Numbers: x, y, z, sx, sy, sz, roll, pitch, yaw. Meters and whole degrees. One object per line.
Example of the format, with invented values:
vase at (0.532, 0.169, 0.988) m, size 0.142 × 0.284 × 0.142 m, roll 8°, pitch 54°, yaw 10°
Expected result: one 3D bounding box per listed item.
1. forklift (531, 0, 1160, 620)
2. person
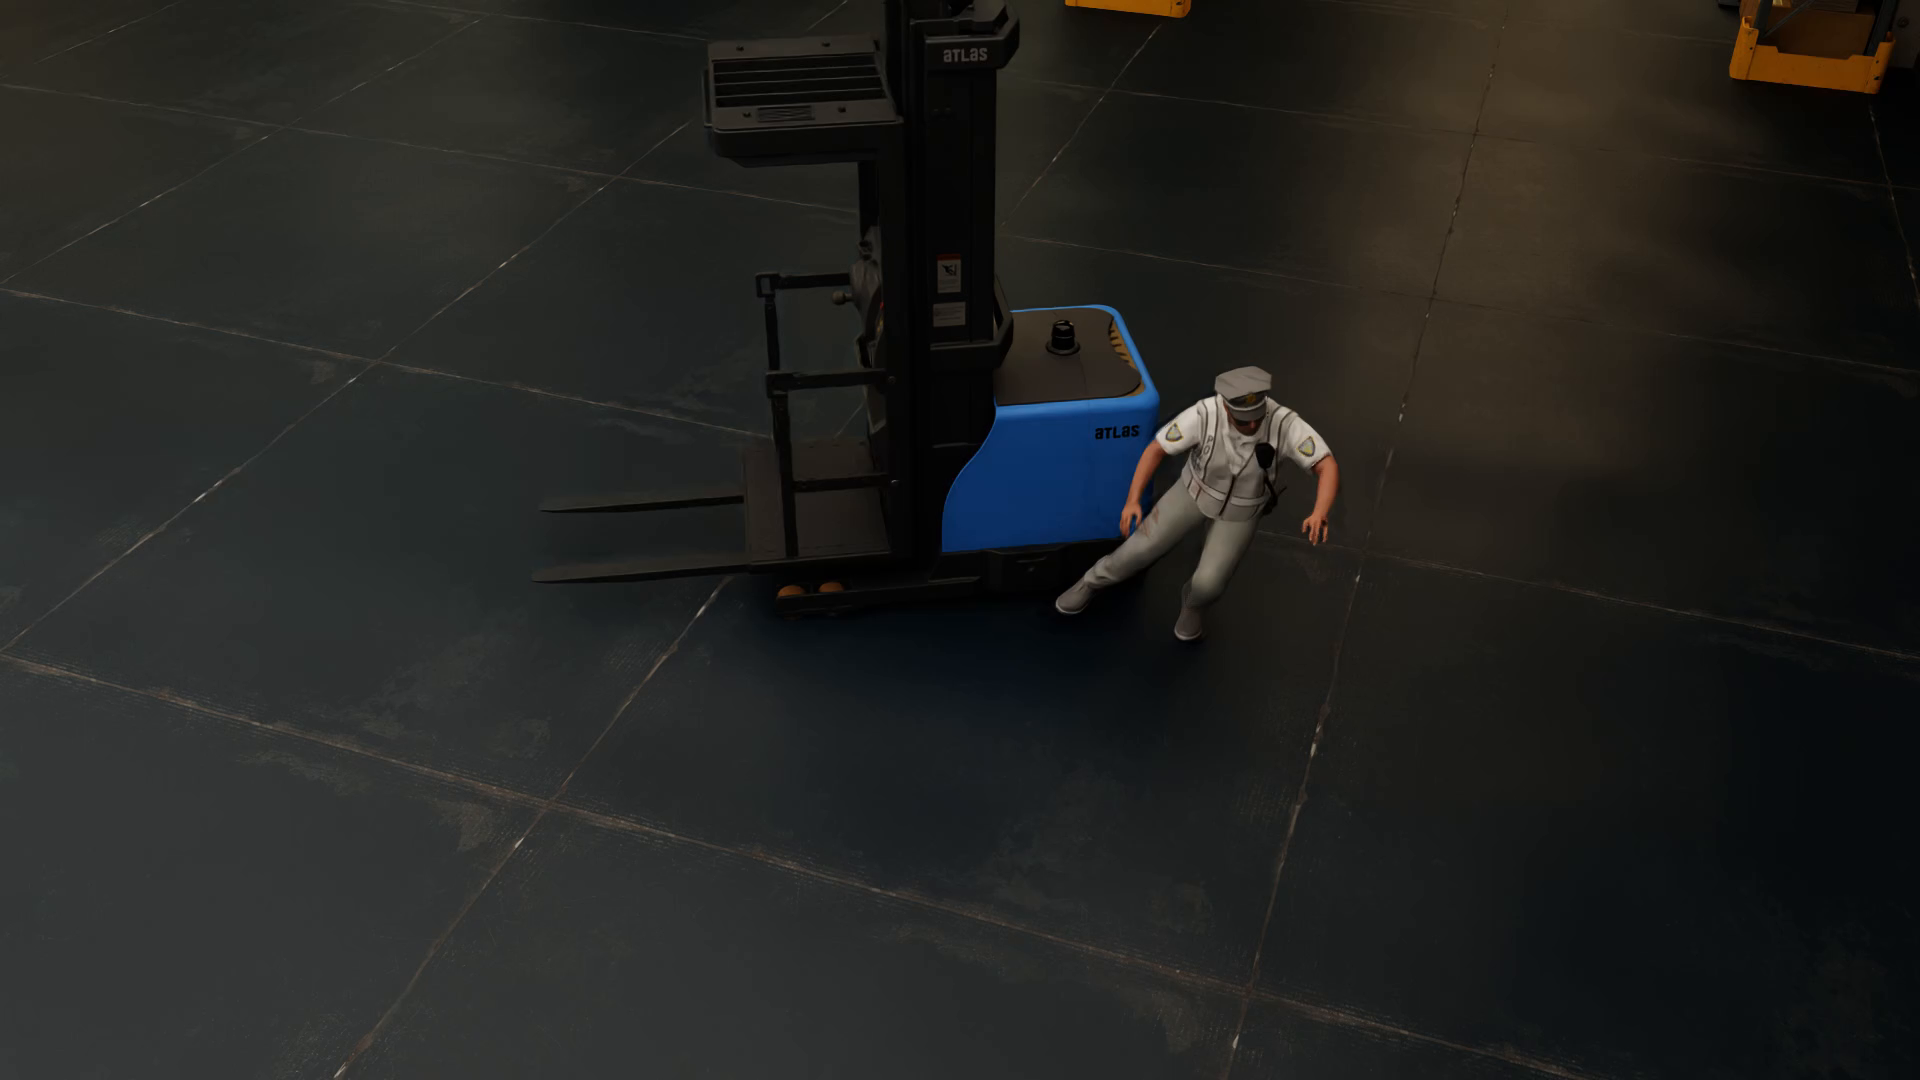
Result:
forklift at (-0.609, -1.135, 7.712) m, size 3.031 × 2.935 × 1.130 m, roll -5°, pitch 36°, yaw -7°
person at (1.047, -0.103, 7.483) m, size 1.230 × 1.500 × 0.939 m, roll 8°, pitch 36°, yaw 11°
